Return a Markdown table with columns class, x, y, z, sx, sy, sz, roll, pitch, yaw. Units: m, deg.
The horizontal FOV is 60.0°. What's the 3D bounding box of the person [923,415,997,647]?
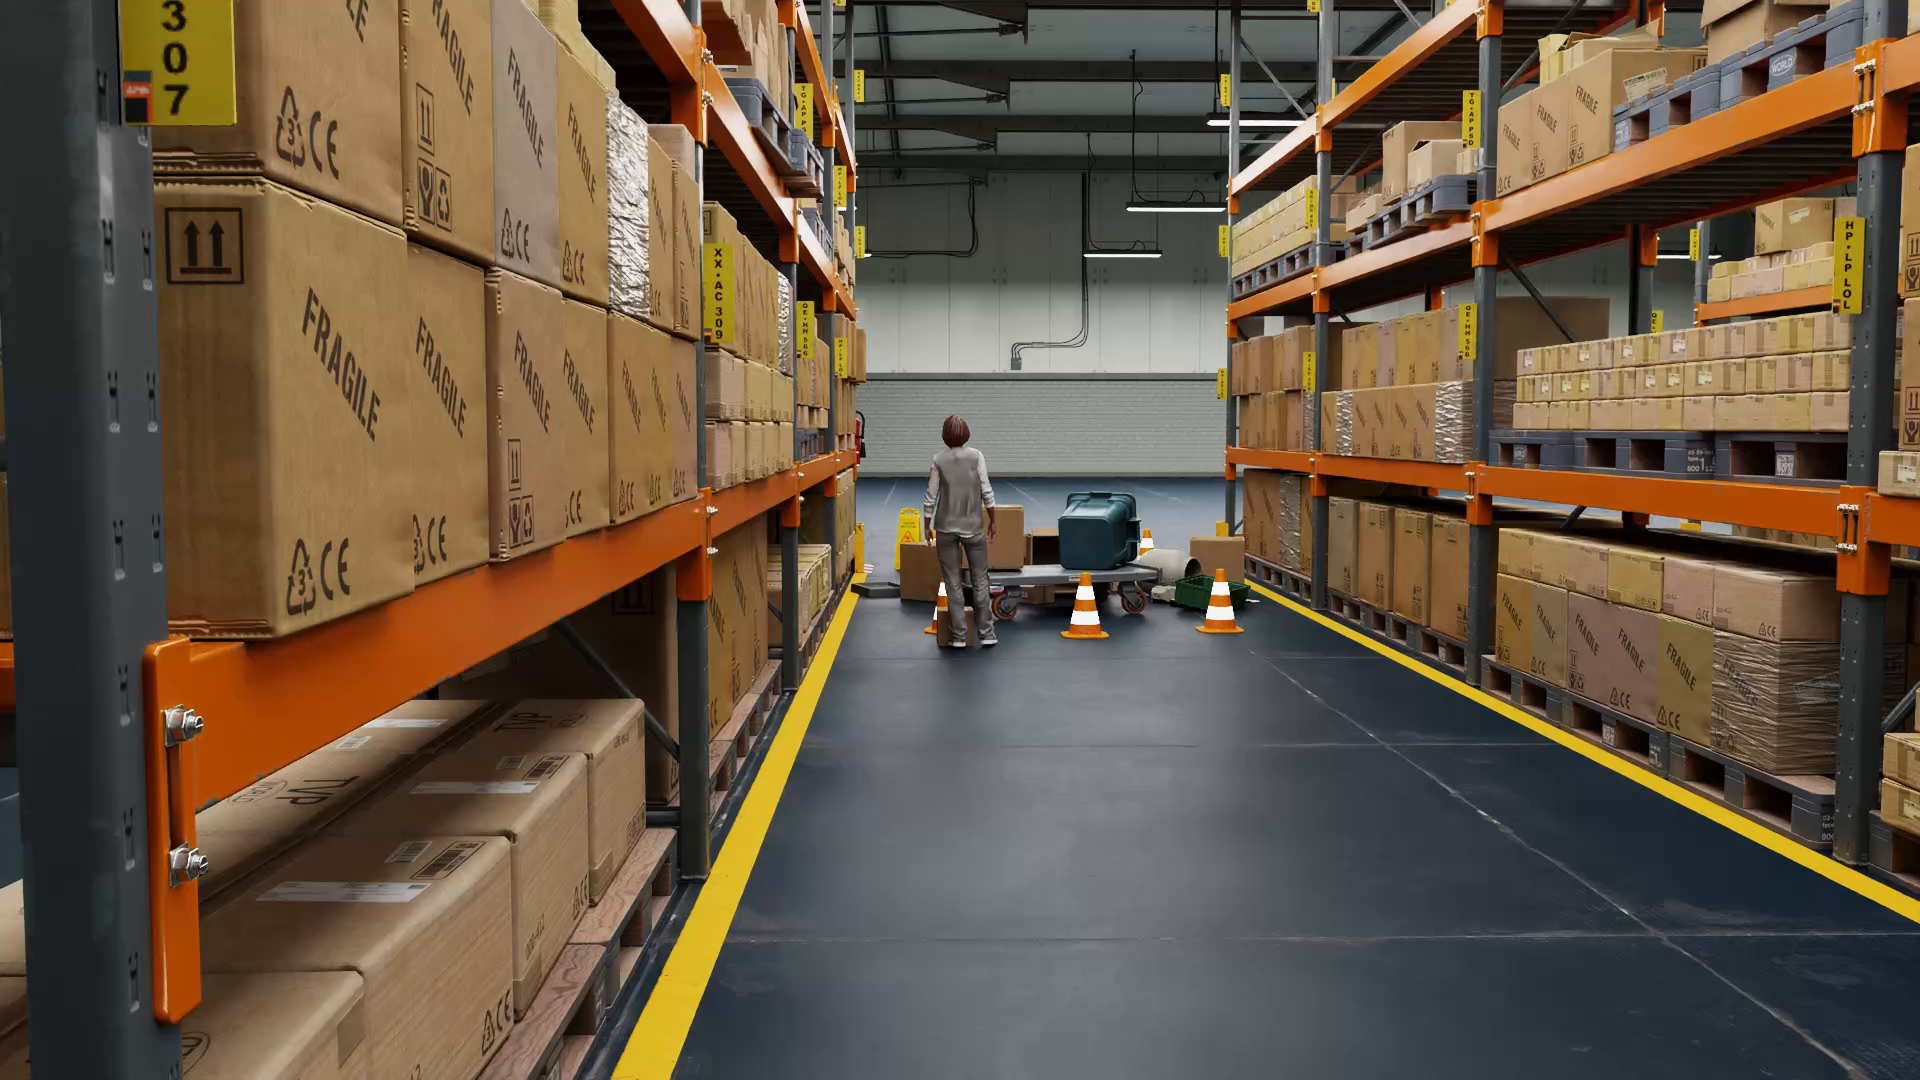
| class | x | y | z | sx | sy | sz | roll | pitch | yaw |
| --- | --- | --- | --- | --- | --- | --- | --- | --- | --- |
| person | 0.006 | -0.060 | 11.454 | 0.520 | 1.597 | 0.475 | 0 | 4 | -1 |
